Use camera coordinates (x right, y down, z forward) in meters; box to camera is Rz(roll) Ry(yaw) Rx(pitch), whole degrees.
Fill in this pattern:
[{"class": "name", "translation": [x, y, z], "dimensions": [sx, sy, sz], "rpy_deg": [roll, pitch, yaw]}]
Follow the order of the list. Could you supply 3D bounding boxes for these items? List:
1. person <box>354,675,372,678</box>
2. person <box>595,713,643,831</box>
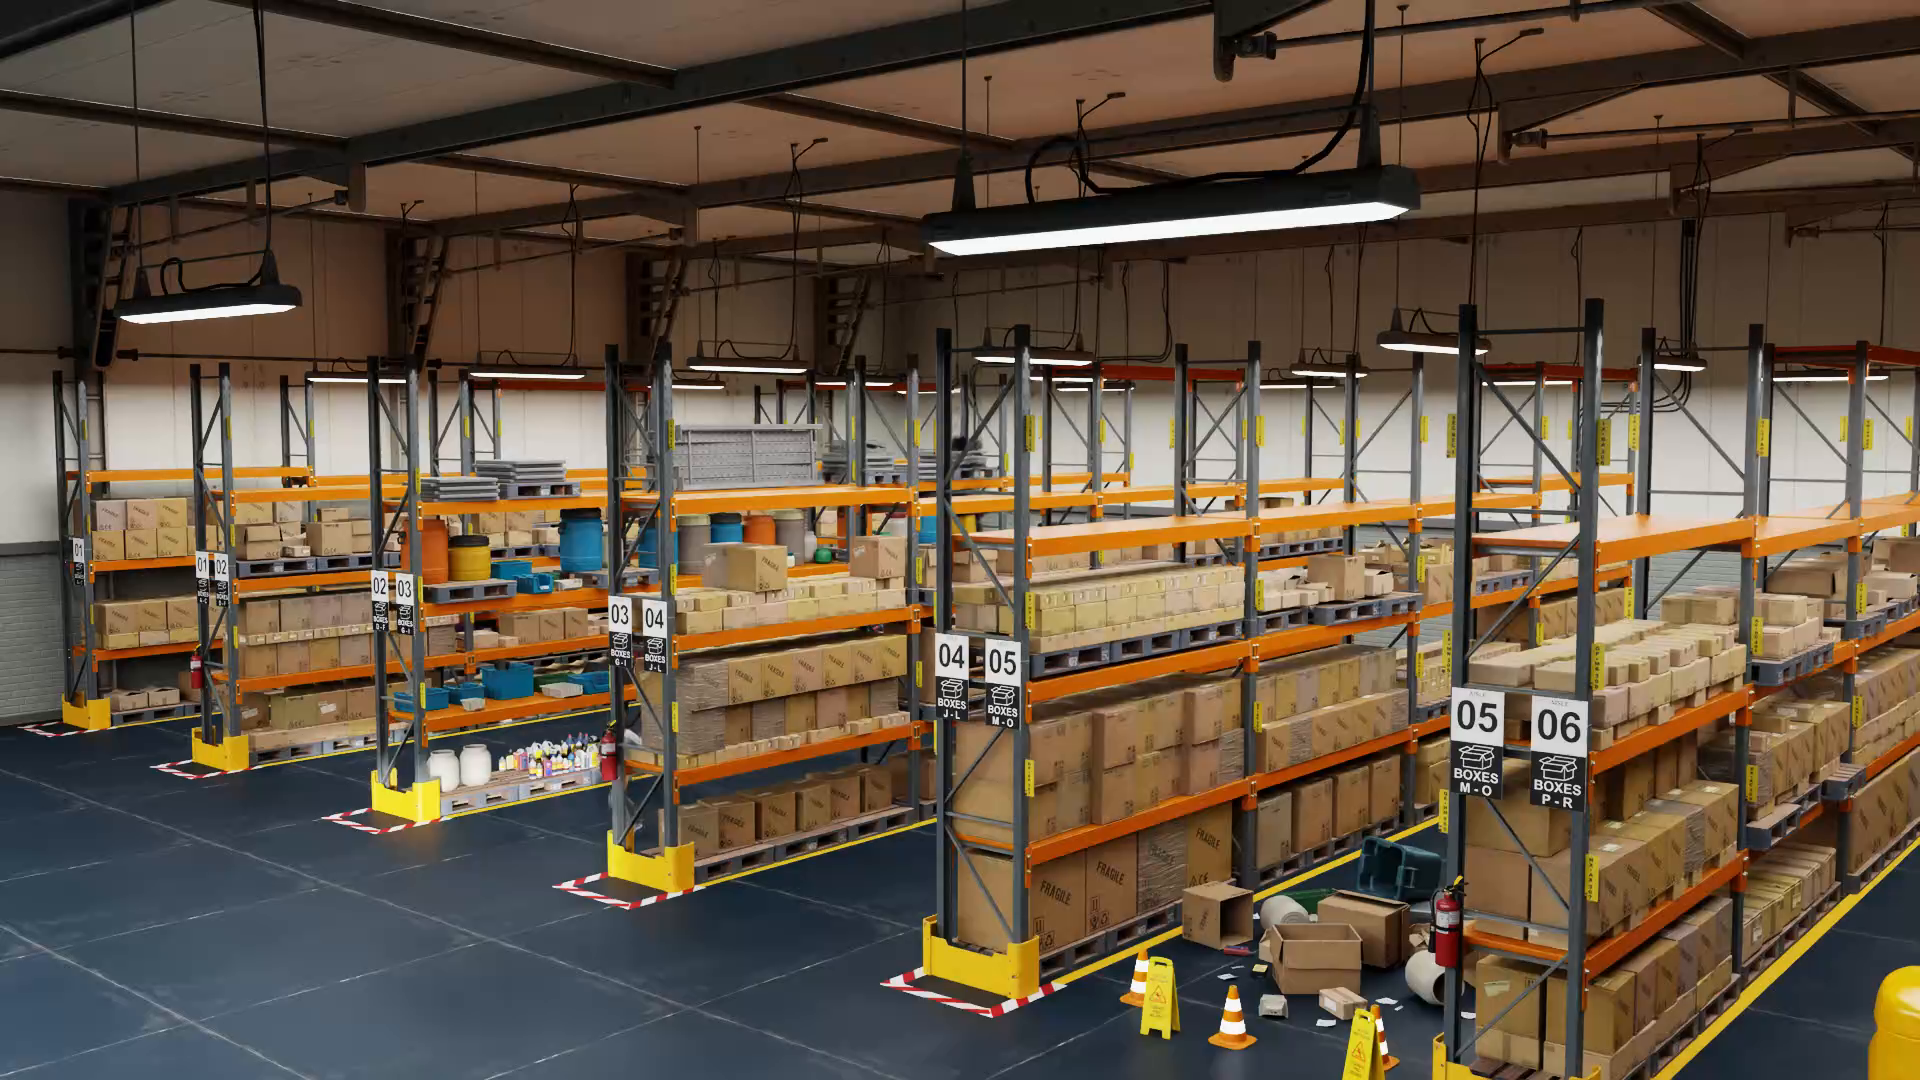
[{"class": "person", "translation": [-10.400, 2.209, 29.043], "dimensions": [0.684, 1.754, 0.936], "rpy_deg": [3, 5, 36]}, {"class": "person", "translation": [-4.175, 2.911, 20.443], "dimensions": [0.553, 1.656, 0.688], "rpy_deg": [4, 6, 43]}]
